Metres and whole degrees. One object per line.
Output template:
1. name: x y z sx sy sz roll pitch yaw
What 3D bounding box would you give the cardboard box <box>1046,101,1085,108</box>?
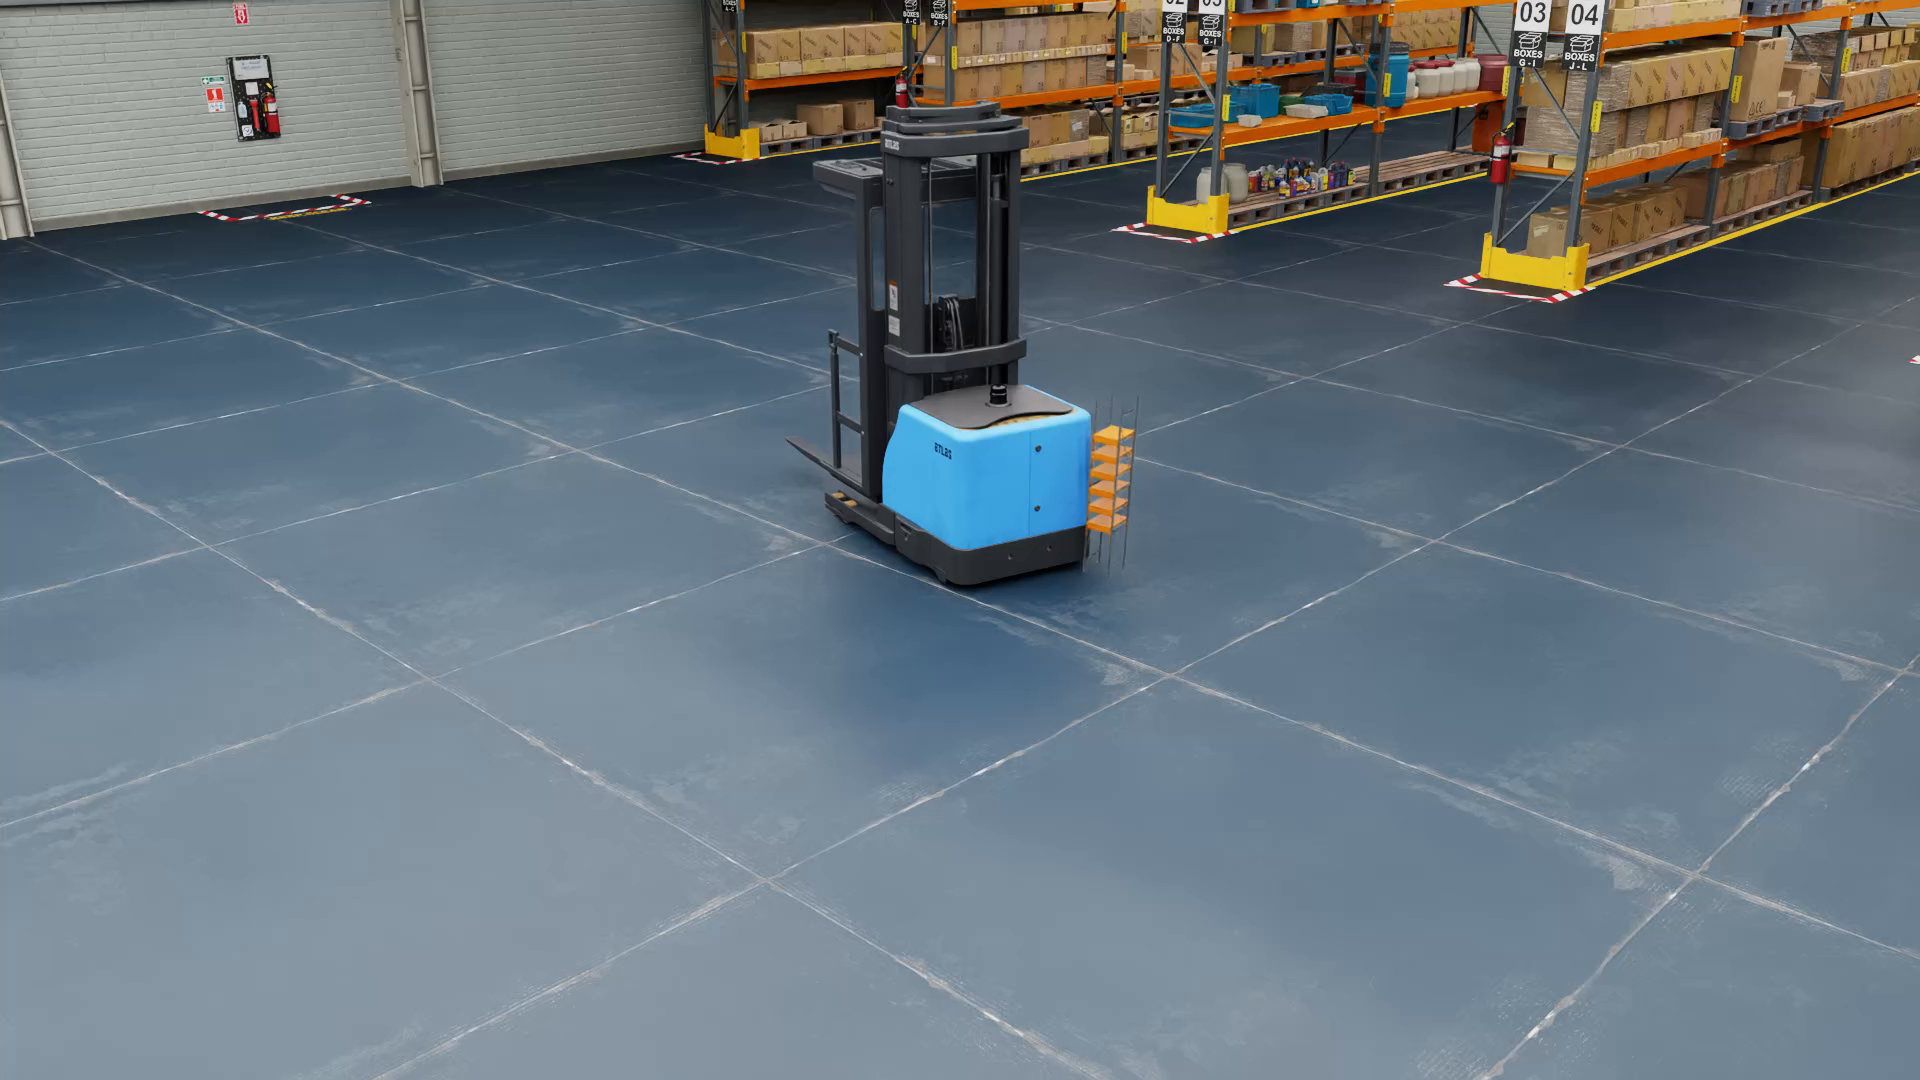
1. cardboard box: 1.764 -7.125 28.134 0.500 0.500 0.500 19 28 41

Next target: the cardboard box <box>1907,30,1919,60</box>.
1. cardboard box: 15.505 -7.958 26.846 0.500 0.500 0.500 19 28 41

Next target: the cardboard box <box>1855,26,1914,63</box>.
1. cardboard box: 14.548 -7.828 26.223 0.797 0.503 0.637 18 28 39

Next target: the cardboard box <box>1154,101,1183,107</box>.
1. cardboard box: 3.808 -7.777 30.094 0.500 0.311 0.500 18 28 39

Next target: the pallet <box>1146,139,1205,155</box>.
1. pallet: 3.649 -7.116 29.795 1.003 0.211 1.213 19 28 41

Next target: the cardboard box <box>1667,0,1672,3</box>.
1. cardboard box: 8.046 -6.326 19.324 0.380 0.149 0.250 19 28 40

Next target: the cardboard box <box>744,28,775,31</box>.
1. cardboard box: -3.496 -8.705 29.177 0.500 0.500 0.500 -20 29 -41

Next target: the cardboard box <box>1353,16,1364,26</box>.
1. cardboard box: 8.059 -10.668 33.616 0.500 0.500 0.500 19 28 41

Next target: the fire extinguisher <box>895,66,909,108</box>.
1. fire extinguisher: -0.894 -6.925 25.519 0.296 0.674 0.183 19 28 41

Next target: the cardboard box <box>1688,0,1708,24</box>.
1. cardboard box: 8.552 -6.307 19.831 0.500 0.250 0.500 19 28 40

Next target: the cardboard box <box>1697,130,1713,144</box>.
1. cardboard box: 9.286 -5.115 21.052 0.380 0.149 0.250 19 28 41

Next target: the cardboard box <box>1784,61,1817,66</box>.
1. cardboard box: 11.849 -6.545 23.698 0.500 0.500 0.500 15 26 34

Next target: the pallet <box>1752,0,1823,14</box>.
1. pallet: 10.635 -7.135 22.038 1.213 0.211 1.003 19 28 41

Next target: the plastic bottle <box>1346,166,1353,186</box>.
1. plastic bottle: 5.758 -5.394 24.600 0.133 0.283 0.061 -18 28 -39

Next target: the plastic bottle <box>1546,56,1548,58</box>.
1. plastic bottle: 10.487 -8.519 29.736 0.097 0.271 0.097 0 21 0

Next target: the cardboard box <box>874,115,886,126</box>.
1. cardboard box: -1.592 -7.880 31.232 0.380 0.166 0.250 15 26 34

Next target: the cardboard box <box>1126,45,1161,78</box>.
1. cardboard box: 3.226 -8.279 28.794 0.500 0.500 0.500 -18 27 -38

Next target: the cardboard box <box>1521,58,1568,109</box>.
1. cardboard box: 6.823 -5.250 19.106 0.500 0.500 0.500 19 28 41

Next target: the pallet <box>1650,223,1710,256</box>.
1. pallet: 8.963 -3.940 21.532 1.003 0.211 1.213 19 28 41

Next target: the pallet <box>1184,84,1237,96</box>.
1. pallet: 5.778 -10.388 38.308 1.003 0.211 1.213 19 28 41

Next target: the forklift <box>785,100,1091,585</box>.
1. forklift: -0.317 -1.561 11.552 1.130 2.935 3.031 -12 24 -28

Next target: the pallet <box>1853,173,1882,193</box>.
1. pallet: 13.652 -5.646 25.969 1.003 0.211 1.213 19 28 41

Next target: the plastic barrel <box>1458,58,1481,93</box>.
1. plastic barrel: 8.084 -7.425 26.557 0.421 0.512 0.421 0 21 0

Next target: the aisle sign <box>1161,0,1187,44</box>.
1. aisle sign: 2.804 -6.904 21.732 0.394 0.787 0.004 19 28 41

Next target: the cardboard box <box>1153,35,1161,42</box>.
1. cardboard box: 4.148 -10.862 35.977 0.250 0.149 0.380 -20 28 -41

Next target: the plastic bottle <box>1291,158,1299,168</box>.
1. plastic bottle: 4.997 -5.528 24.855 0.185 0.351 0.144 -19 28 -41

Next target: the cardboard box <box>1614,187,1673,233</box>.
1. cardboard box: 8.705 -4.211 21.247 0.500 0.500 0.500 -11 23 -25

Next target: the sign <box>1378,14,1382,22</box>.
1. sign: 8.292 -10.362 32.740 0.100 0.325 0.005 19 28 41

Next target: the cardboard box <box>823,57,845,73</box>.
1. cardboard box: -2.397 -8.495 29.677 0.500 0.250 0.500 20 28 41

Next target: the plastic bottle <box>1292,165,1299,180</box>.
1. plastic bottle: 4.983 -5.424 24.694 0.097 0.271 0.097 0 21 0

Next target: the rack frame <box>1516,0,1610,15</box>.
1. rack frame: 6.616 -7.195 17.752 1.000 3.000 0.127 19 28 41

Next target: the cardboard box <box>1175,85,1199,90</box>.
1. cardboard box: 4.935 -10.395 37.336 0.700 0.500 0.500 20 29 41

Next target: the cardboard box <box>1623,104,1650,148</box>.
1. cardboard box: 7.662 -4.991 19.826 0.875 0.500 0.500 19 28 41

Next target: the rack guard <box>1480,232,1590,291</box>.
1. rack guard: 6.669 -3.248 19.328 1.175 0.500 0.348 19 28 41

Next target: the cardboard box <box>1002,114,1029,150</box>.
1. cardboard box: 0.741 -6.481 26.457 0.500 0.500 0.500 19 28 41

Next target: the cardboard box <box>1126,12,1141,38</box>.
1. cardboard box: 3.494 -10.951 35.304 0.500 0.500 0.500 19 28 41

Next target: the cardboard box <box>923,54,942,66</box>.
1. cardboard box: -0.349 -7.371 25.527 0.380 0.149 0.250 19 28 40

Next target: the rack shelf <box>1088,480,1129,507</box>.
1. rack shelf: 0.977 -0.316 10.836 0.180 0.103 0.258 16 26 29

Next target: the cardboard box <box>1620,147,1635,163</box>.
1. cardboard box: 7.698 -4.543 19.564 0.380 0.149 0.250 19 28 41

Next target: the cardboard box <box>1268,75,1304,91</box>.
1. cardboard box: 6.333 -8.899 32.372 0.500 0.250 0.500 19 28 40

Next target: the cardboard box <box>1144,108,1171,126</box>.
1. cardboard box: 3.491 -7.382 29.066 0.500 0.311 0.500 18 27 39

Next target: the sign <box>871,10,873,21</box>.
1. sign: -1.641 -9.821 31.331 0.100 0.325 0.005 19 28 41

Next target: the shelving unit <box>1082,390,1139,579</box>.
1. shelving unit: 0.979 -0.357 10.819 0.189 1.200 0.258 16 26 29

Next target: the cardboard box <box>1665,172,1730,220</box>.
1. cardboard box: 9.850 -4.614 22.270 0.700 0.500 0.500 17 27 37

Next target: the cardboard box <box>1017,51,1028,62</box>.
1. cardboard box: 0.846 -7.603 26.132 0.380 0.149 0.250 19 28 40

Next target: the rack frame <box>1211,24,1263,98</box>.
1. rack frame: 5.102 -8.932 30.632 1.000 3.000 0.127 19 28 41

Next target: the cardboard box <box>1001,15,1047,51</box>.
1. cardboard box: 0.956 -8.053 26.398 0.700 0.500 0.500 19 28 41

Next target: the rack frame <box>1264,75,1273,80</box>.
1. rack frame: 7.131 -12.227 39.205 1.000 3.000 0.127 19 28 41

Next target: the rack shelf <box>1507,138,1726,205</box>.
1. rack shelf: 8.011 -4.573 20.295 1.077 0.370 4.000 19 28 41

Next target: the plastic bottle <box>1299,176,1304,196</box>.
1. plastic bottle: 4.864 -5.068 23.770 0.097 0.271 0.097 0 21 0

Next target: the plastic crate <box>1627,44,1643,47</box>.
1. plastic crate: 12.241 -8.944 30.490 0.402 0.464 0.583 19 28 41

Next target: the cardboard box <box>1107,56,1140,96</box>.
1. cardboard box: 3.362 -9.963 35.725 0.750 0.750 0.750 -19 28 -40
